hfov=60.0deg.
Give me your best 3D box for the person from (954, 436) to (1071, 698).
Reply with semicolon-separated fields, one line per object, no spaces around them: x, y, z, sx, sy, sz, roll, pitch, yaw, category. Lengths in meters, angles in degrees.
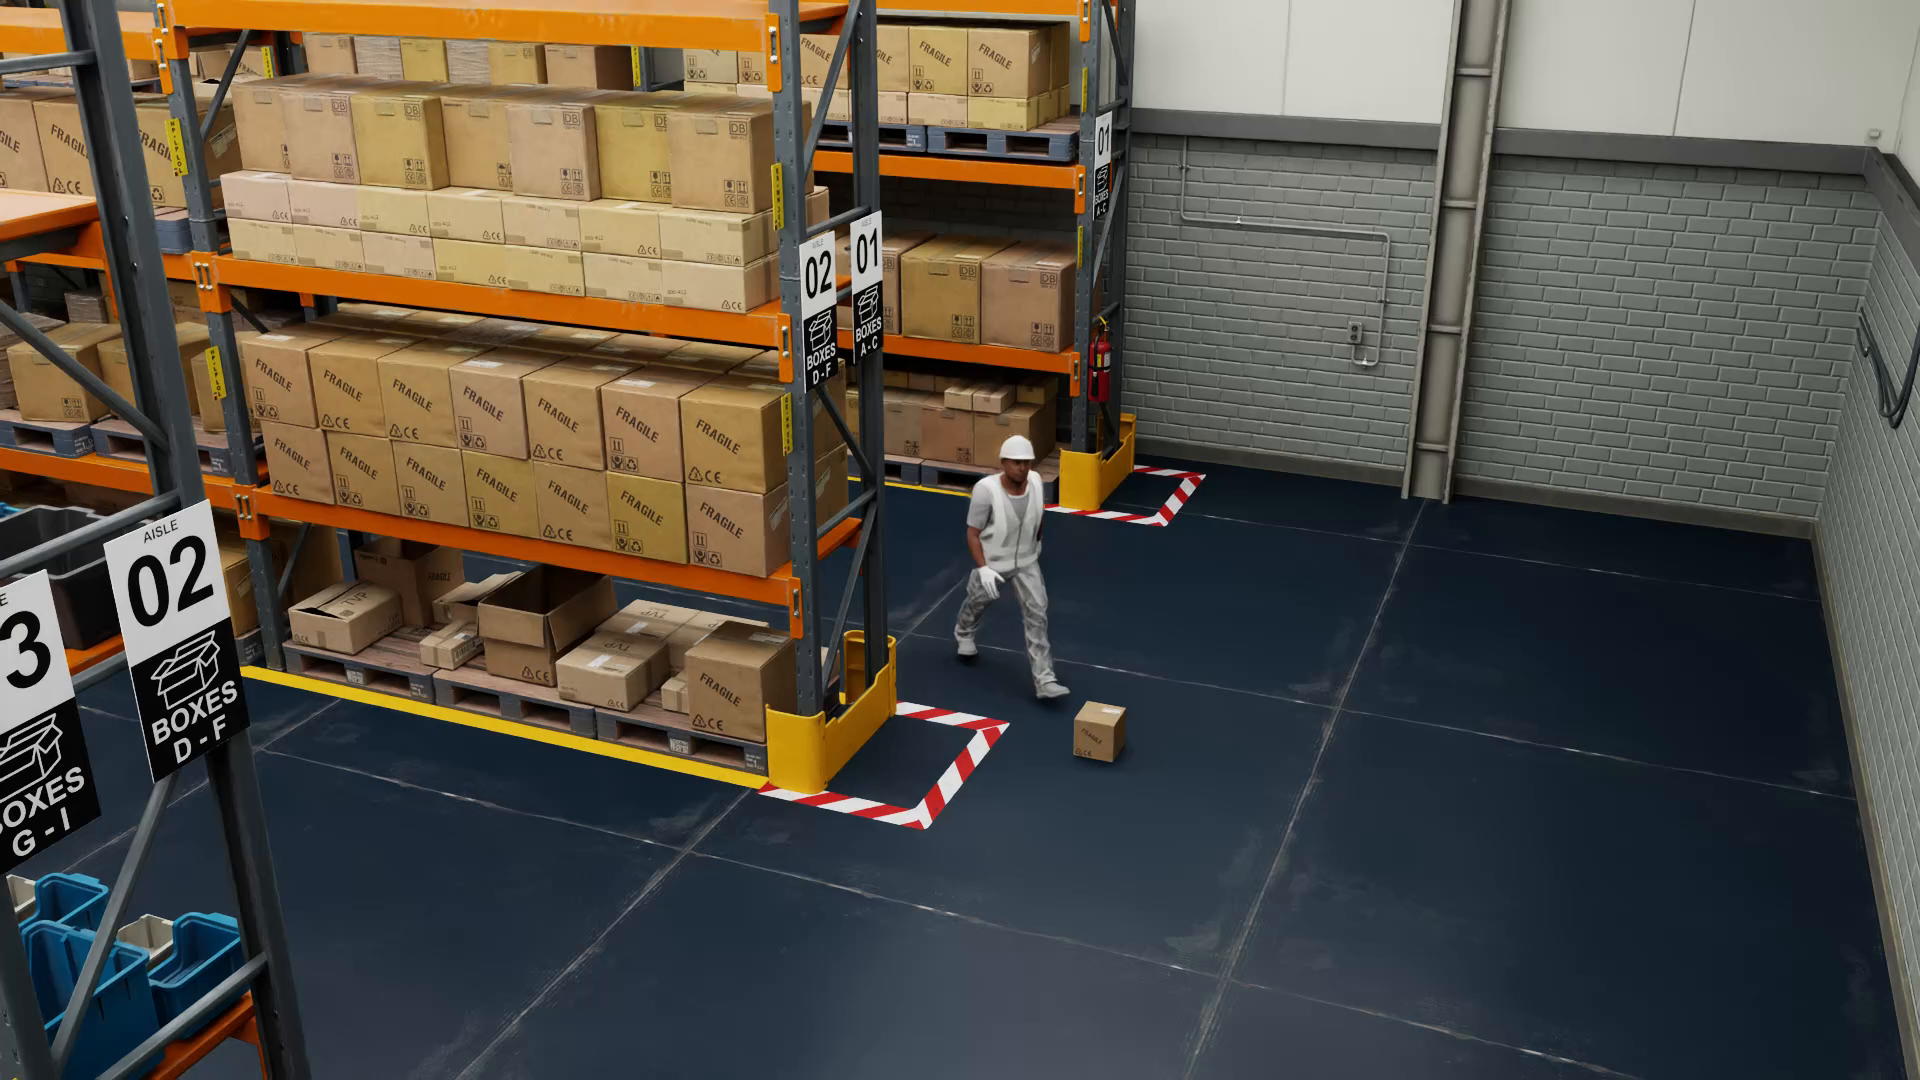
0.332;0.129;10.670;0.660;1.708;1.151;-9;24;-22;person
